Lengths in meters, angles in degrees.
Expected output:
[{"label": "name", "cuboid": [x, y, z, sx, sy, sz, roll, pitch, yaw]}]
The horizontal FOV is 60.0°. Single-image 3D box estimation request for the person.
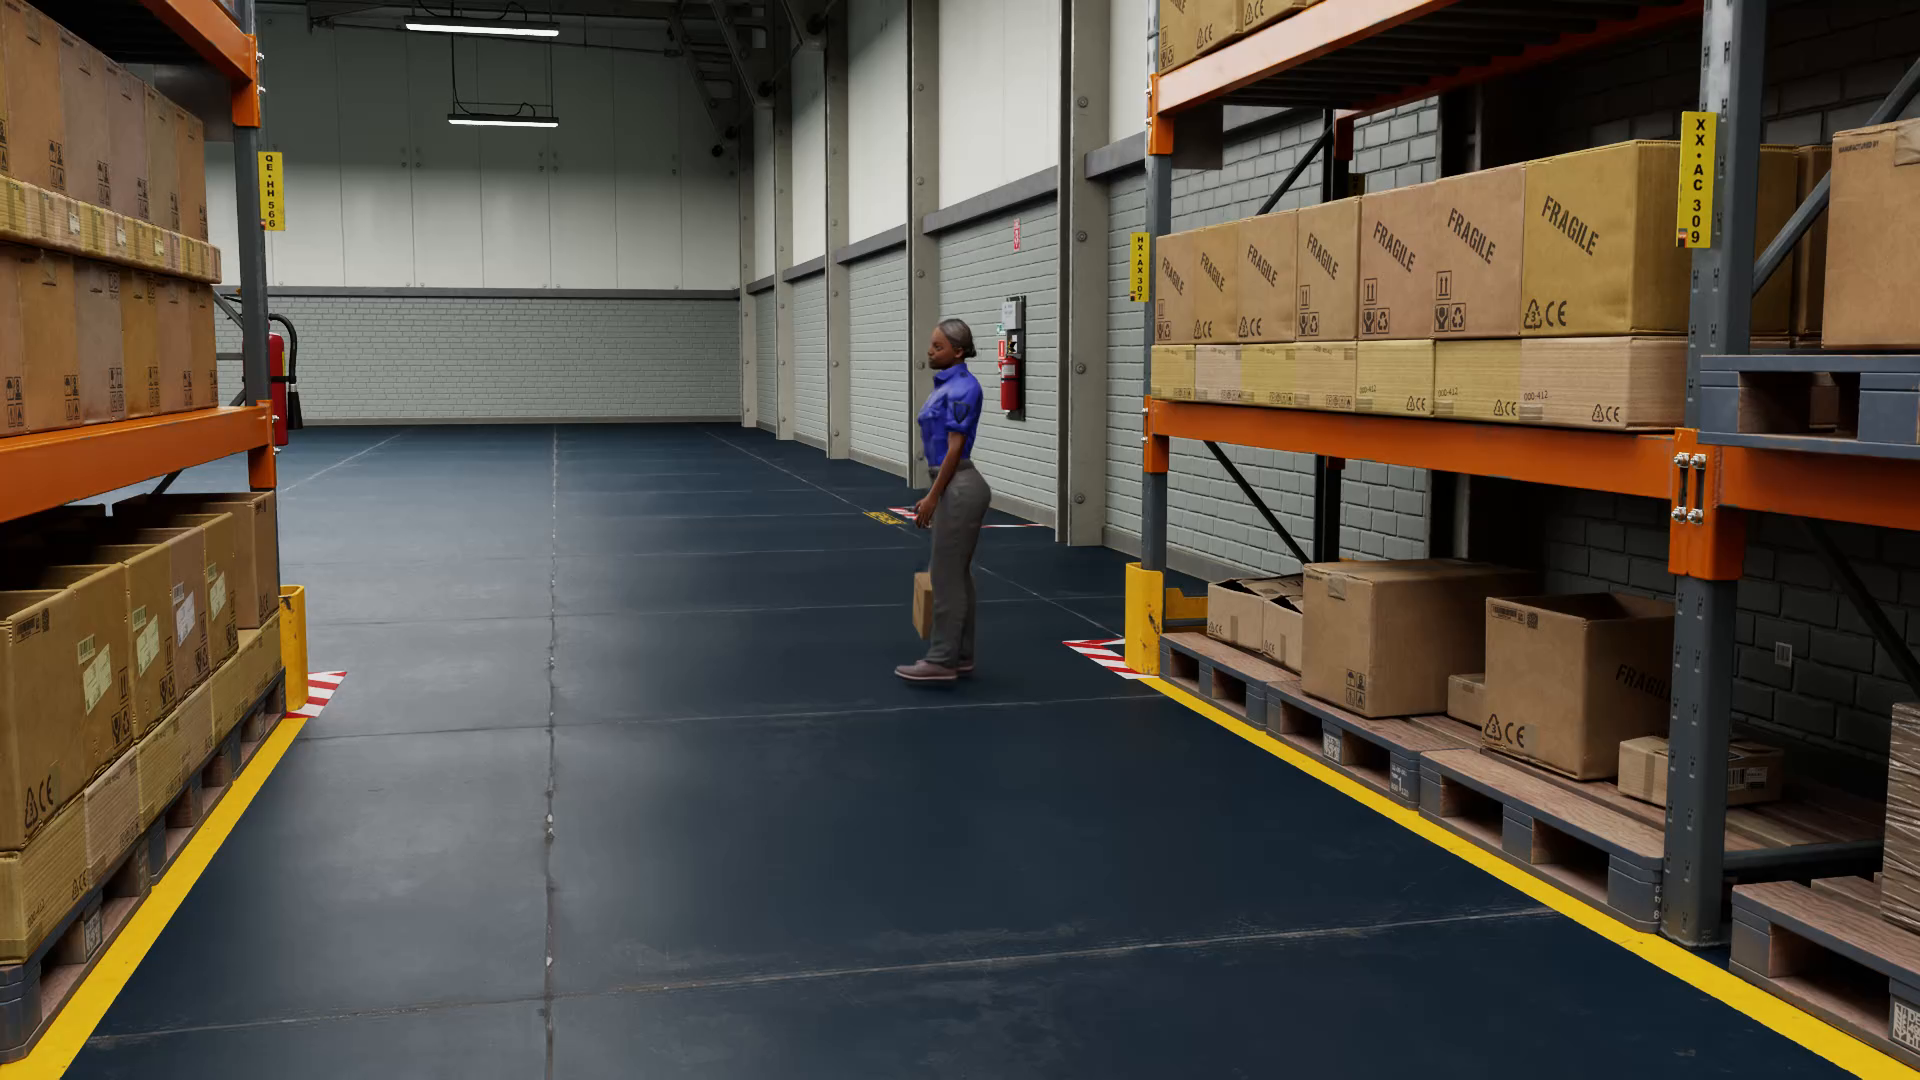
[{"label": "person", "cuboid": [-0.098, -0.179, 7.647, 0.441, 1.668, 0.502, -1, 6, -9]}]
